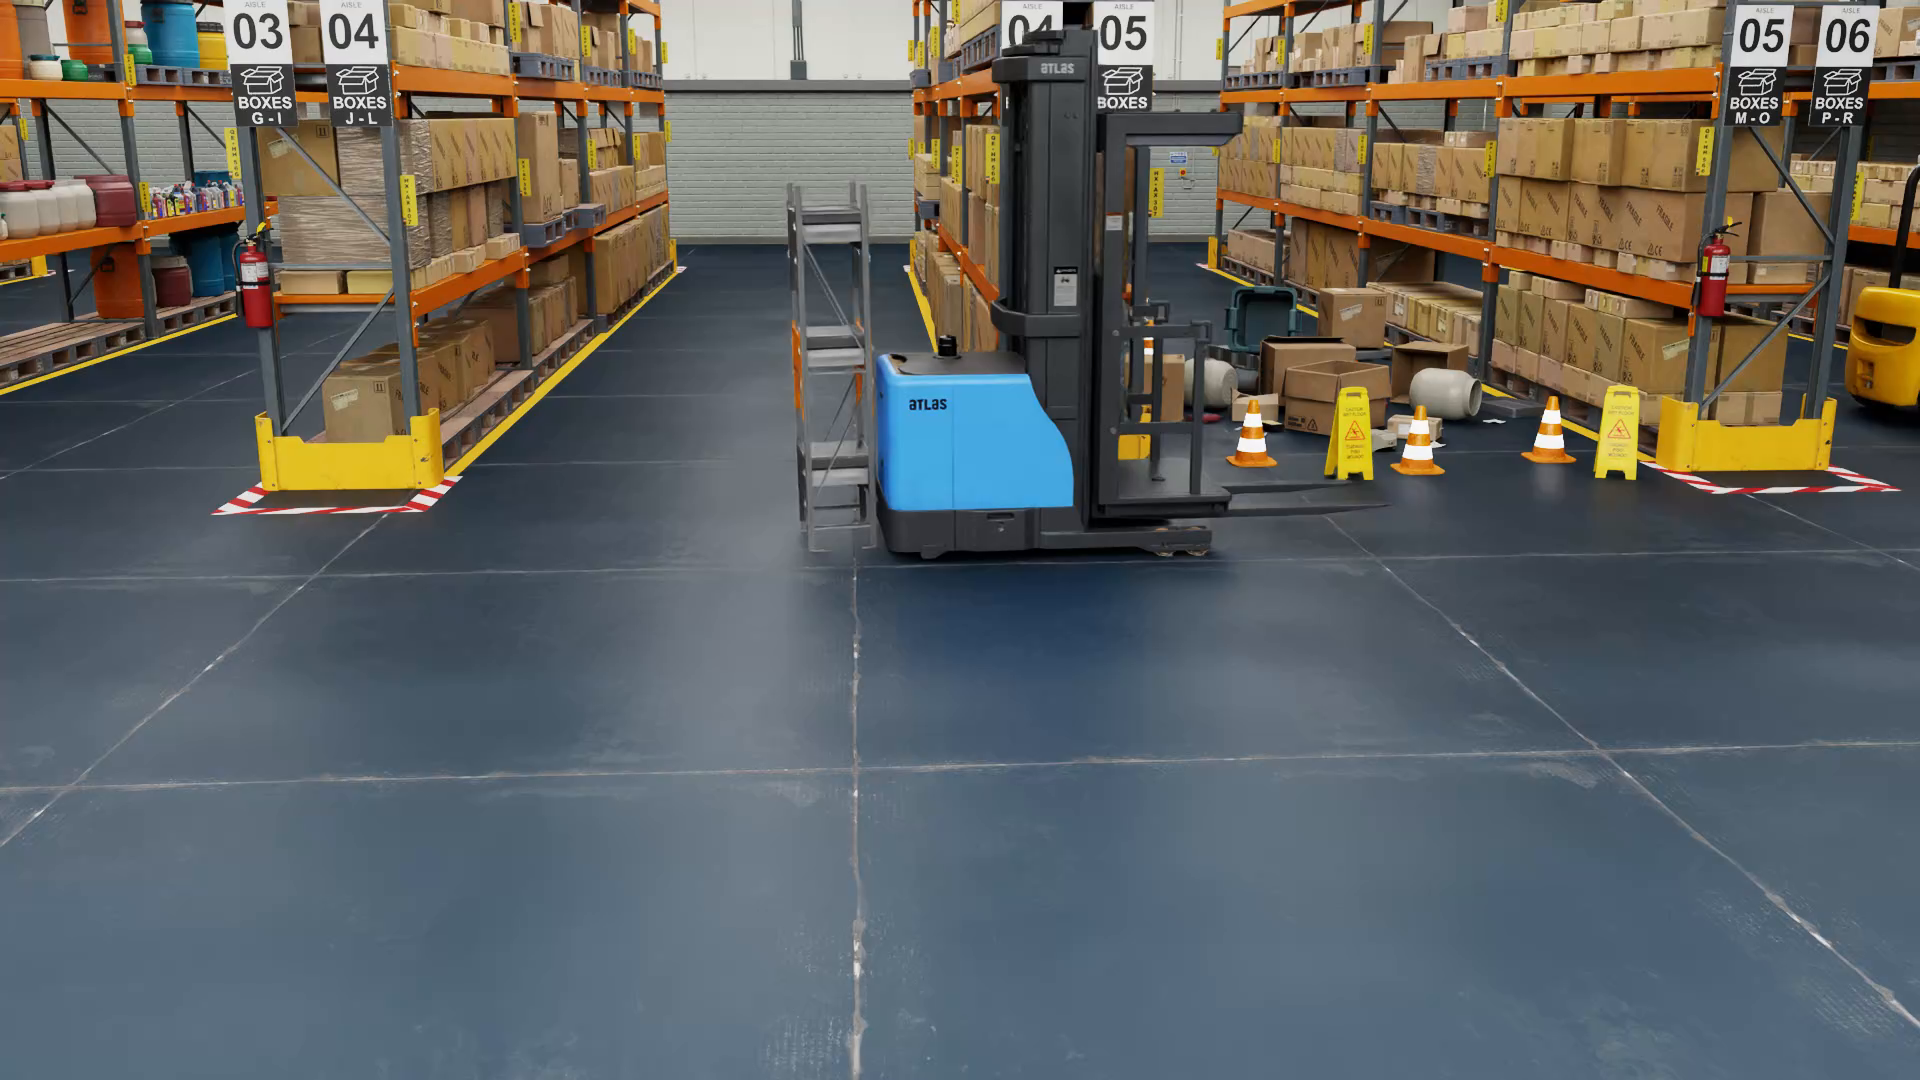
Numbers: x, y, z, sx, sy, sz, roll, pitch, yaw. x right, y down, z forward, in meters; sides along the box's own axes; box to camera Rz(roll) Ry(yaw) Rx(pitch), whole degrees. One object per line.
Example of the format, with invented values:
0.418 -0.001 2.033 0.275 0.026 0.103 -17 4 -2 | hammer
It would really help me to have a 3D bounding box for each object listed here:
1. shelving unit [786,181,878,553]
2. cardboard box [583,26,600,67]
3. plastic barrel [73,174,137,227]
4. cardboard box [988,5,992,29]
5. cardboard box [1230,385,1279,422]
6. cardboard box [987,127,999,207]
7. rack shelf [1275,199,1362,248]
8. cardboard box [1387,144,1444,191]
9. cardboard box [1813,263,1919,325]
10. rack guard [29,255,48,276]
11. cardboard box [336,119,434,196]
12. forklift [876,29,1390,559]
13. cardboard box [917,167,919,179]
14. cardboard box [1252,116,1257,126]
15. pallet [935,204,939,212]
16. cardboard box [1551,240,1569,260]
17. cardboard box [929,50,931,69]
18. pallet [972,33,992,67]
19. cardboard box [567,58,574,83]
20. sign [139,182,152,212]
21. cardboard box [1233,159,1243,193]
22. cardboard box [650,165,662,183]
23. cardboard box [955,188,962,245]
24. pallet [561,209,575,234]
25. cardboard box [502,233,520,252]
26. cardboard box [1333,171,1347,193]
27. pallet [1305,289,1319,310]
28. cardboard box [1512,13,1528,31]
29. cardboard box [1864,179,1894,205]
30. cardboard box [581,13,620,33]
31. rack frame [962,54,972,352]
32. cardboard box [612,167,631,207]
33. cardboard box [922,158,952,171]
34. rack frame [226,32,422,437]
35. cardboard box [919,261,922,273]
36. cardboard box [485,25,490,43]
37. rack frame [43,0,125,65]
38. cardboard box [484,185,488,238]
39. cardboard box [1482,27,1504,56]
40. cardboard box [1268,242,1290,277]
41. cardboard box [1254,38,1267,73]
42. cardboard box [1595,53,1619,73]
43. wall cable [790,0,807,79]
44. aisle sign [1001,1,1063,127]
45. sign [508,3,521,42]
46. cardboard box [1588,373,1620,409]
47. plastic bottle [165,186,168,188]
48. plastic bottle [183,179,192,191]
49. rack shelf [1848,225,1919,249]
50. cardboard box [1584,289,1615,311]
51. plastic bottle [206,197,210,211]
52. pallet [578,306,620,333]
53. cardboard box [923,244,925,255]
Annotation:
-0.749 -1.015 9.740 0.431 2.100 0.503 -4 15 -10 | shelving unit
-4.836 -6.024 20.348 0.797 0.503 0.637 -1 14 -4 | cardboard box
-9.300 -3.688 18.069 0.600 0.536 0.708 -1 14 -3 | plastic barrel
0.391 -3.595 11.418 0.380 0.149 0.250 -1 14 -3 | cardboard box
2.461 -1.143 13.937 0.396 0.266 0.258 2 15 6 | cardboard box
0.654 -2.695 12.015 0.875 0.550 0.550 -1 14 -3 | cardboard box
5.079 -4.112 21.431 1.077 0.370 4.000 -1 14 -3 | rack shelf
5.039 -4.114 18.354 0.500 0.500 0.500 0 14 -1 | cardboard box
10.230 -2.776 18.718 0.875 0.625 0.625 0 14 -2 | cardboard box
-15.066 -4.418 26.194 1.175 0.500 0.348 -1 14 -3 | rack guard
-3.954 -2.638 11.455 0.500 0.500 0.500 -1 14 -3 | cardboard box
1.035 -1.451 9.784 3.031 2.935 1.130 -2 15 -7 | forklift
-0.363 -4.783 21.662 0.380 0.149 0.250 -2 15 -6 | cardboard box
4.572 -6.256 24.812 0.380 0.149 0.250 -1 14 -3 | cardboard box
0.105 -4.260 20.948 1.003 0.211 1.213 -1 14 -3 | pallet
5.220 -2.445 14.012 0.380 0.149 0.250 -1 14 -3 | cardboard box
-0.134 -6.247 21.602 0.500 0.311 0.500 -1 14 -4 | cardboard box
0.629 -3.770 12.817 1.003 0.211 1.213 -1 14 -3 | pallet
-4.369 -4.952 17.535 0.500 0.250 0.500 -1 14 -4 | cardboard box
-9.083 -3.823 18.536 0.100 0.325 0.005 -1 14 -3 | sign
4.523 -5.625 25.667 0.500 0.500 0.500 -1 14 -4 | cardboard box
-4.858 -5.628 25.585 0.500 0.250 0.500 -1 14 -4 | cardboard box
0.217 -3.040 15.623 0.500 0.500 0.500 -1 14 -4 | cardboard box
-4.524 -3.225 16.927 1.003 0.211 1.213 -1 14 -3 | pallet
-4.133 -2.644 14.788 0.380 0.149 0.250 -1 14 -3 | cardboard box
4.884 -4.376 20.313 0.500 0.250 0.500 -1 14 -5 | cardboard box
5.157 -3.112 21.699 1.003 0.211 1.213 -1 14 -3 | pallet
5.145 -4.602 14.776 0.380 0.149 0.250 -1 14 -4 | cardboard box
10.042 -3.714 17.739 0.500 0.250 0.500 -1 14 -3 | cardboard box
-4.988 -7.155 23.045 0.500 0.250 0.500 -2 15 -7 | cardboard box
0.517 -2.866 15.147 1.000 3.000 0.127 -1 14 -3 | rack frame
-4.610 -4.618 21.753 0.500 0.500 0.500 0 14 -2 | cardboard box
-0.269 -4.540 20.119 0.380 0.149 0.250 0 14 -2 | cardboard box
-4.192 -1.820 11.081 1.000 3.000 0.127 -1 14 -3 | rack frame
-0.408 -4.028 24.542 0.380 0.149 0.250 -1 14 -4 | cardboard box
-4.104 -4.183 13.745 0.380 0.149 0.250 -2 15 -6 | cardboard box
-9.631 -6.639 17.769 1.000 3.000 0.127 -1 14 -3 | rack frame
-4.478 -2.770 13.974 0.875 0.500 0.500 -1 14 -3 | cardboard box
5.270 -4.694 15.690 0.500 0.250 0.500 -1 14 -5 | cardboard box
5.023 -4.078 24.155 0.875 0.438 0.875 -1 14 -4 | cardboard box
4.683 -7.202 24.732 0.500 0.500 0.500 -1 14 -2 | cardboard box
5.258 -3.770 13.143 0.380 0.149 0.250 -1 14 -4 | cardboard box
-2.094 -11.722 31.070 2.277 5.999 0.120 -1 14 -3 | wall cable
0.469 -3.108 10.870 0.394 0.787 0.004 -1 14 -3 | aisle sign
-3.899 -4.528 14.549 0.100 0.325 0.005 -1 14 -3 | sign
5.356 -1.171 13.232 0.500 0.250 0.500 -1 14 -3 | cardboard box
-10.228 -4.425 21.461 0.097 0.271 0.097 0 14 0 | plastic bottle
-10.178 -4.602 21.990 0.144 0.351 0.185 -1 14 -3 | plastic bottle
10.281 -3.195 17.866 1.077 0.370 4.000 -1 14 -3 | rack shelf
5.272 -1.936 13.399 0.380 0.149 0.250 0 14 -1 | cardboard box
-9.421 -4.203 20.741 0.097 0.201 0.097 0 14 0 | plastic bottle
-4.662 -2.657 19.928 1.003 0.211 1.213 -1 14 -3 | pallet
-0.339 -4.176 23.922 0.380 0.149 0.250 -1 14 -4 | cardboard box
